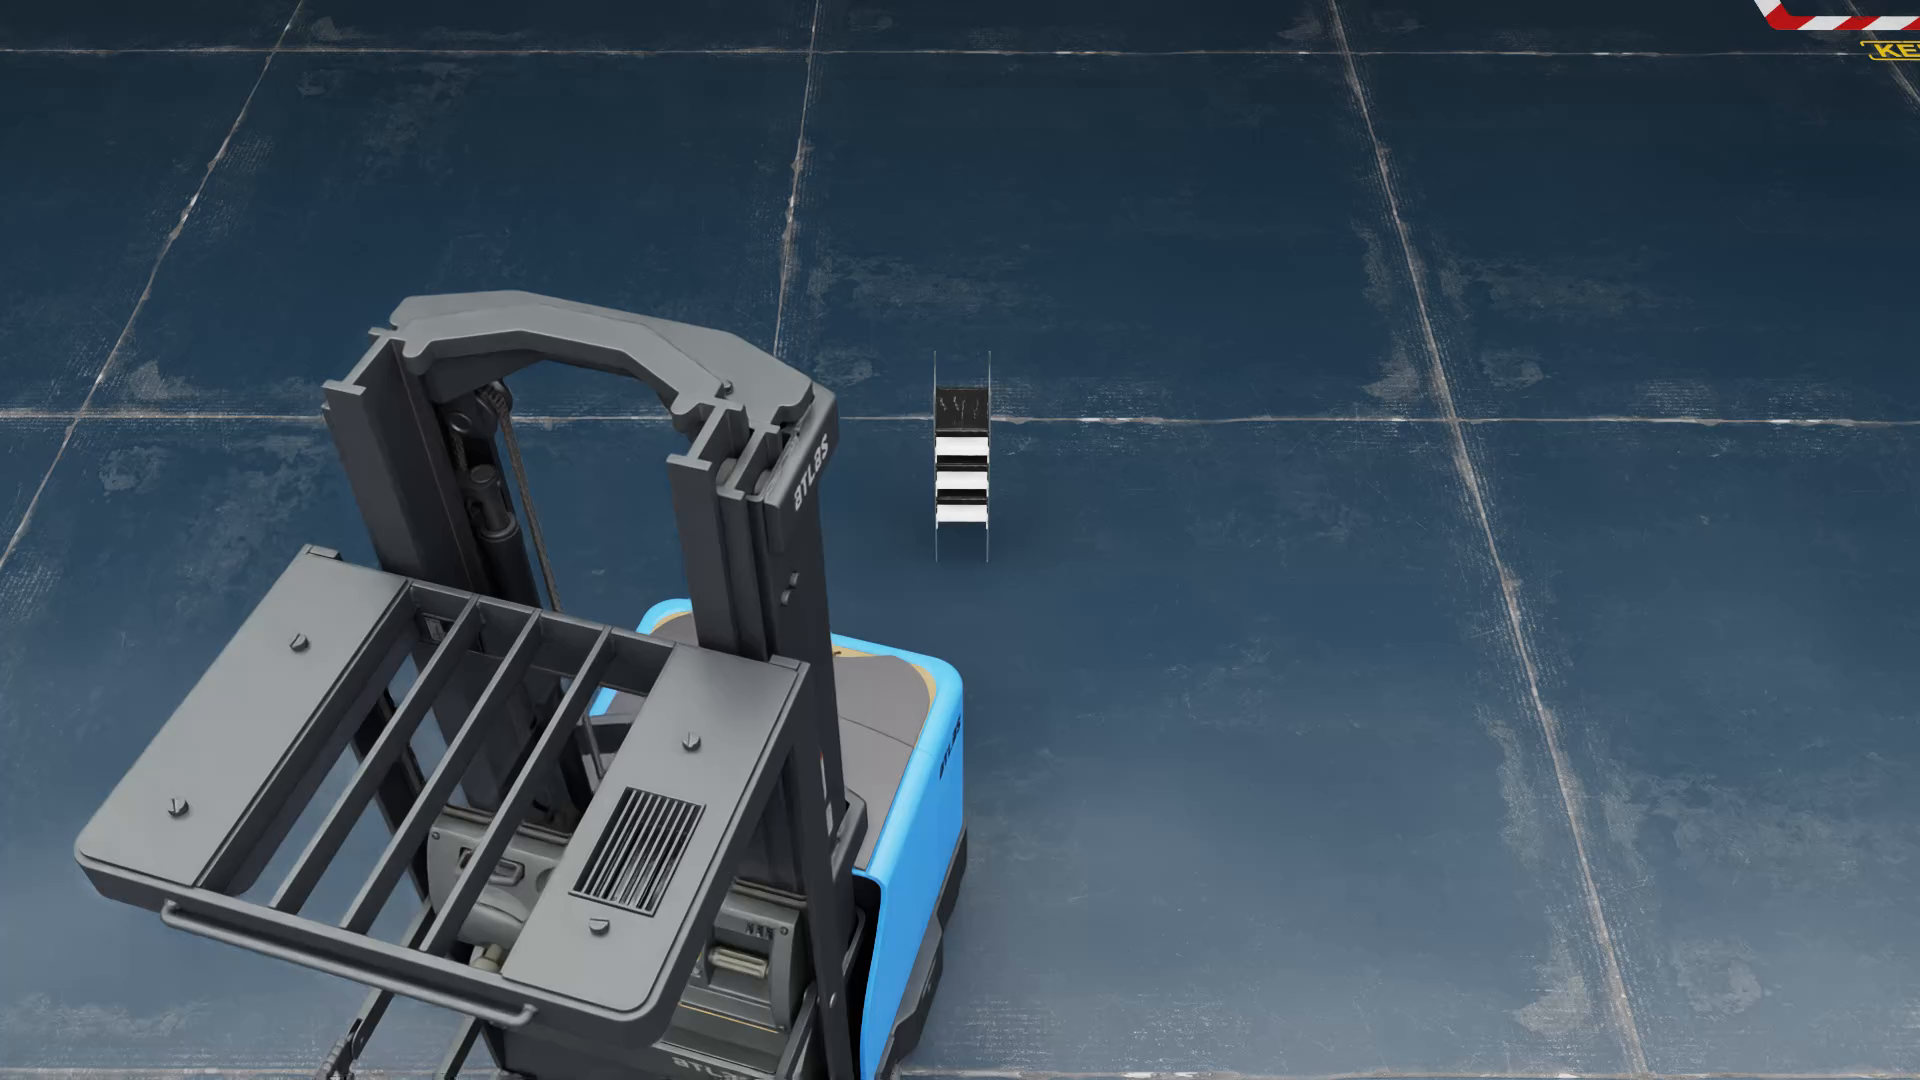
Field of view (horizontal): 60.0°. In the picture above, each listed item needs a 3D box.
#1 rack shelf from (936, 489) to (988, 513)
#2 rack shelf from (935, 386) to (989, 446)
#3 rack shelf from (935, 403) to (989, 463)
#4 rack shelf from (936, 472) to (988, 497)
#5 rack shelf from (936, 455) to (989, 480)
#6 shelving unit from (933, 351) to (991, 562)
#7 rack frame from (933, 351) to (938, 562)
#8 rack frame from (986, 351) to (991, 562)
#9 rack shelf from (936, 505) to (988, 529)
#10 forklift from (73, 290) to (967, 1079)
[{"bbox_3d":[0.008,-0.223,6.511,0.200,0.077,0.258,0,47,0],"label":"rack shelf"},{"bbox_3d":[0.008,-0.468,6.247,0.200,0.077,0.258,0,47,0],"label":"rack shelf"},{"bbox_3d":[0.008,-0.406,6.313,0.200,0.077,0.258,0,47,0],"label":"rack shelf"},{"bbox_3d":[0.008,-0.284,6.445,0.200,0.077,0.258,0,47,0],"label":"rack shelf"},{"bbox_3d":[0.008,-0.345,6.379,0.200,0.077,0.258,0,47,0],"label":"rack shelf"},{"bbox_3d":[0.008,-0.307,6.421,0.210,0.900,0.258,0,47,0],"label":"shelving unit"},{"bbox_3d":[-0.094,-0.307,6.421,0.006,0.900,0.240,0,47,0],"label":"rack frame"},{"bbox_3d":[0.110,-0.306,6.420,0.006,0.900,0.240,0,47,0],"label":"rack frame"},{"bbox_3d":[0.008,-0.161,6.577,0.200,0.077,0.258,0,47,0],"label":"rack shelf"},{"bbox_3d":[-0.887,1.033,3.786,1.130,2.935,3.031,12,48,11],"label":"forklift"}]
